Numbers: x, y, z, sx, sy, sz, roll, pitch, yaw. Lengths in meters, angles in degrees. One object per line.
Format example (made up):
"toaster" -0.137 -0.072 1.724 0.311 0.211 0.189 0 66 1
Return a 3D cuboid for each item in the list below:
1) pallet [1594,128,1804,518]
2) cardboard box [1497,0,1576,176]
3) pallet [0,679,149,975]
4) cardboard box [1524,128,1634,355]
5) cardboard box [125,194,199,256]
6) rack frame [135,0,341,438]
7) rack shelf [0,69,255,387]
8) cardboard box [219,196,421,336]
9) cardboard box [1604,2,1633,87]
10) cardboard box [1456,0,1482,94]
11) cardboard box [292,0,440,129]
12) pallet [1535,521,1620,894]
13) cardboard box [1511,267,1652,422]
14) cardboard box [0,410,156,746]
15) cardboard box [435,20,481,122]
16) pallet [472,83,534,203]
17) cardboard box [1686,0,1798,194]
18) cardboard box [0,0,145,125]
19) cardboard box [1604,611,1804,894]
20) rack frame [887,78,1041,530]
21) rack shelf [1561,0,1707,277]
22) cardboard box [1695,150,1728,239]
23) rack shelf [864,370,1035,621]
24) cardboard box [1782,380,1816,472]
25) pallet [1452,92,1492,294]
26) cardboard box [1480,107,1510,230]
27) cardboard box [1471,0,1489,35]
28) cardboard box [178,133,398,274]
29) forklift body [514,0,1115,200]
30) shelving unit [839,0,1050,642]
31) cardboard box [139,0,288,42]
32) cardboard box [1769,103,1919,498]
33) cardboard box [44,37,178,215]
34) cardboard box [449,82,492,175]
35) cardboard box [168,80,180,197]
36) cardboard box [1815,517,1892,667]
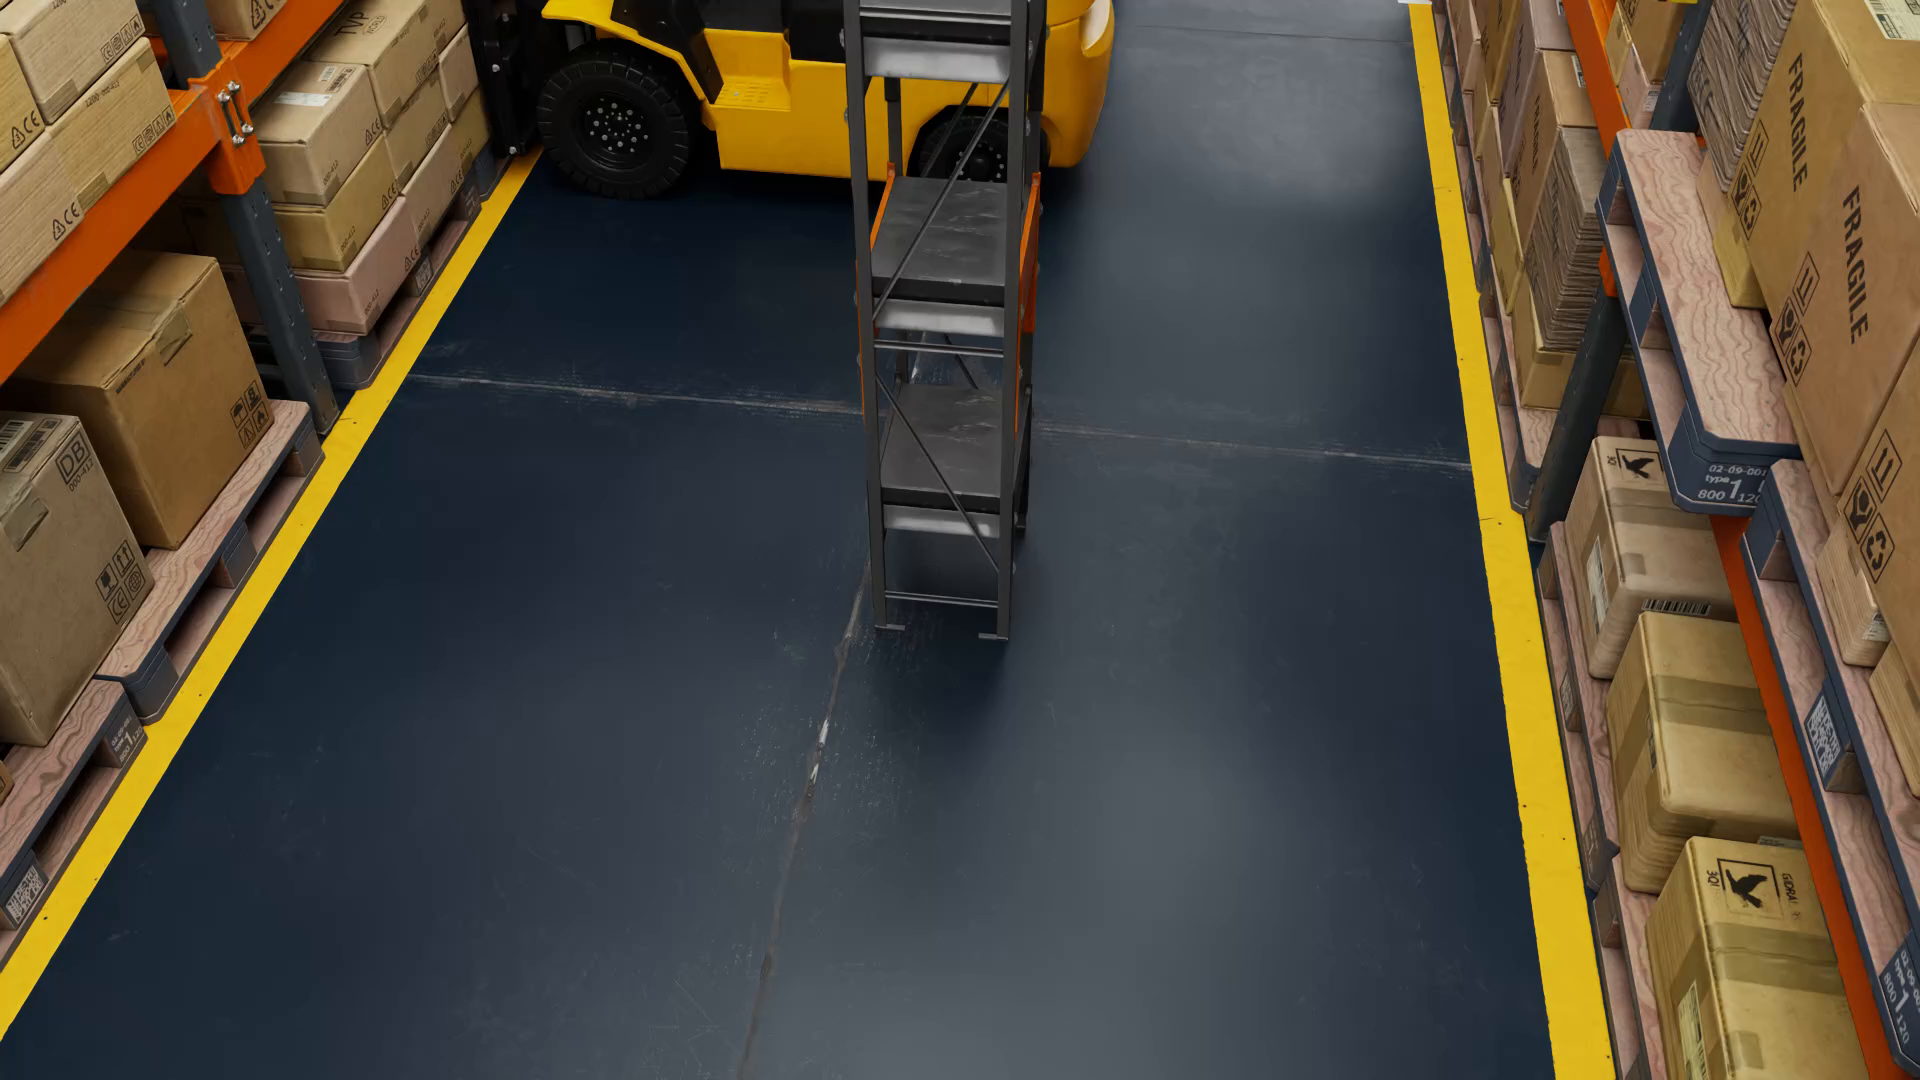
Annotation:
"pallet" 2.049 -0.497 3.733 1.003 0.211 1.213 5 44 6
"cardboard box" 2.238 -1.623 5.931 0.500 0.500 0.500 7 44 8
"pallet" -2.844 0.829 4.221 1.003 0.211 1.213 5 44 6
"cardboard box" 2.106 -0.928 5.198 0.500 0.500 0.500 5 44 5
"cardboard box" -2.765 -1.209 5.676 0.500 0.250 0.500 4 44 5
"rack frame" -2.626 -1.523 4.677 1.000 3.000 0.127 5 44 6
"rack shelf" -2.891 0.101 3.485 1.077 0.370 4.000 5 44 6
"cardboard box" -2.234 -0.977 5.794 0.500 0.250 0.500 6 44 6
"cardboard box" 2.061 -1.400 4.730 0.380 0.149 0.250 6 44 6
"cardboard box" 2.367 -2.083 6.962 0.500 0.250 0.500 7 44 7
"cardboard box" -2.174 -1.689 5.819 0.500 0.250 0.500 5 44 6
"pallet" 2.193 0.469 4.601 1.003 0.211 1.213 5 44 6
"cardboard box" 2.106 -0.656 5.455 0.500 0.250 0.500 7 44 7
"cardboard box" -2.794 0.072 4.414 0.875 0.625 0.625 5 44 5
"cardboard box" -2.114 -1.845 6.348 0.500 0.250 0.500 5 44 5
"pallet" -2.321 -1.882 7.084 1.003 0.211 1.213 5 44 6
"cardboard box" 1.948 -1.078 3.612 0.500 0.500 0.500 6 44 7
"cardboard box" -2.438 -1.292 4.178 0.500 0.250 0.500 4 44 5
"cardboard box" 2.136 0.575 4.066 0.950 0.372 0.625 8 44 8
"rack frame" 0.010 -0.816 4.585 0.400 2.100 0.015 5 44 6
"rack shelf" 2.559 -2.176 5.890 1.077 0.370 4.000 5 44 6
"cardboard box" 1.908 -0.788 3.777 0.380 0.149 0.250 6 44 6
"rack shelf" -0.022 -0.131 4.900 0.431 0.518 0.480 5 44 6
"cardboard box" 1.829 -0.247 3.206 0.380 0.149 0.250 6 44 6
"pallet" 2.507 -1.356 6.529 1.003 0.211 1.213 5 44 6
"cardboard box" 2.238 -1.366 6.205 0.500 0.250 0.500 6 44 6
"cardboard box" 2.375 -2.329 6.677 0.500 0.500 0.500 4 44 4
"cardboard box" -2.256 -1.160 5.624 0.500 0.250 0.500 5 44 5
"forklift body" -0.540 -2.483 6.308 2.313 2.155 1.214 5 44 6
"shelving unit" -0.022 -0.650 4.409 0.431 2.100 0.503 5 44 6
"cardboard box" -2.309 -1.838 4.937 0.500 0.500 0.500 4 44 4
"cardboard box" 1.803 -0.400 2.897 0.500 0.500 0.500 5 44 5
"cardboard box" -2.434 -1.101 4.340 0.500 0.250 0.500 6 44 6
"cardboard box" -2.130 -1.676 6.532 0.500 0.250 0.500 6 44 6
"cardboard box" -2.753 -1.393 5.507 0.500 0.250 0.500 6 44 6
"cardboard box" 1.708 0.098 2.842 0.380 0.149 0.250 7 44 7
